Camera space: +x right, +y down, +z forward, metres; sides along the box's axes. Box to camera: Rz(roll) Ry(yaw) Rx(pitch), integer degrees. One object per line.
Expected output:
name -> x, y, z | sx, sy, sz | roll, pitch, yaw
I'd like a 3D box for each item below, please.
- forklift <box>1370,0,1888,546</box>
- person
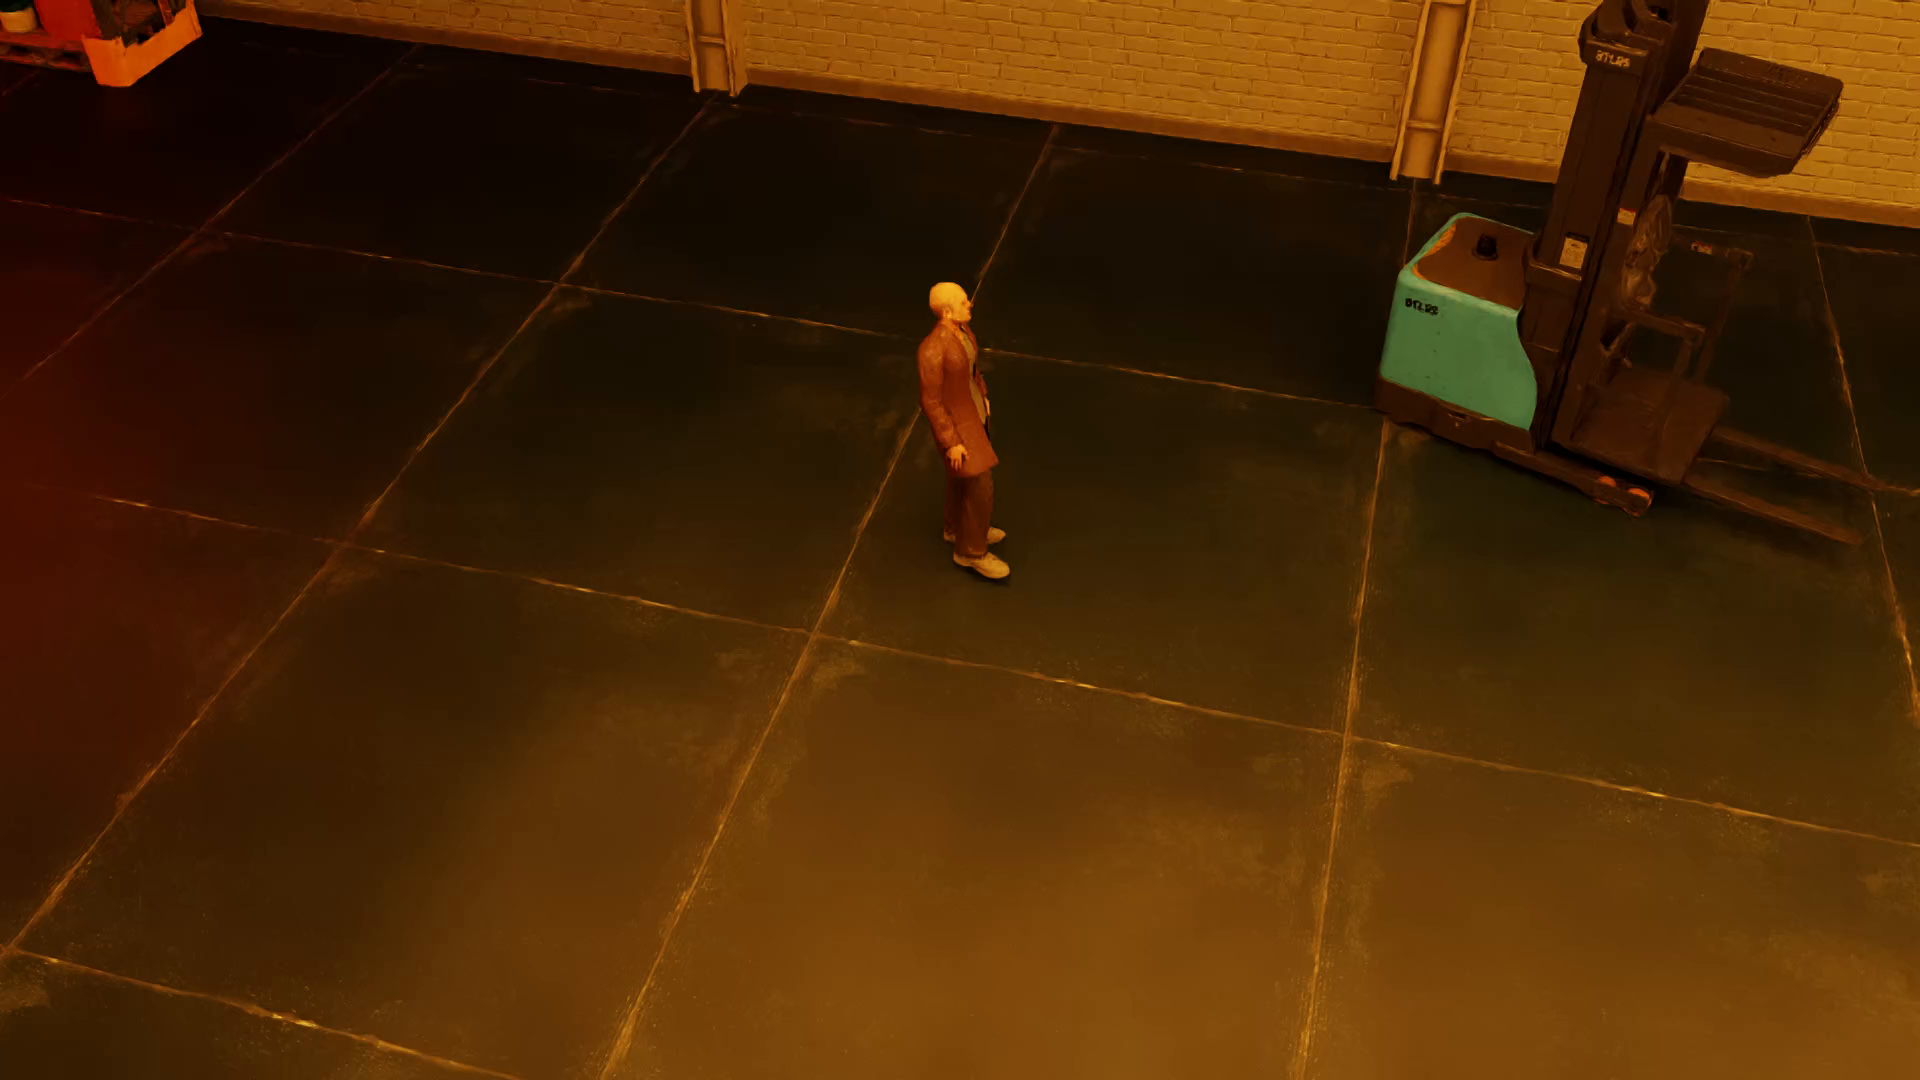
forklift -> 4.219, -1.655, 9.749 | 3.031, 2.935, 1.130 | 25, 47, 26
person -> 0.085, -0.667, 9.464 | 0.586, 1.734, 0.694 | 10, 42, 11
